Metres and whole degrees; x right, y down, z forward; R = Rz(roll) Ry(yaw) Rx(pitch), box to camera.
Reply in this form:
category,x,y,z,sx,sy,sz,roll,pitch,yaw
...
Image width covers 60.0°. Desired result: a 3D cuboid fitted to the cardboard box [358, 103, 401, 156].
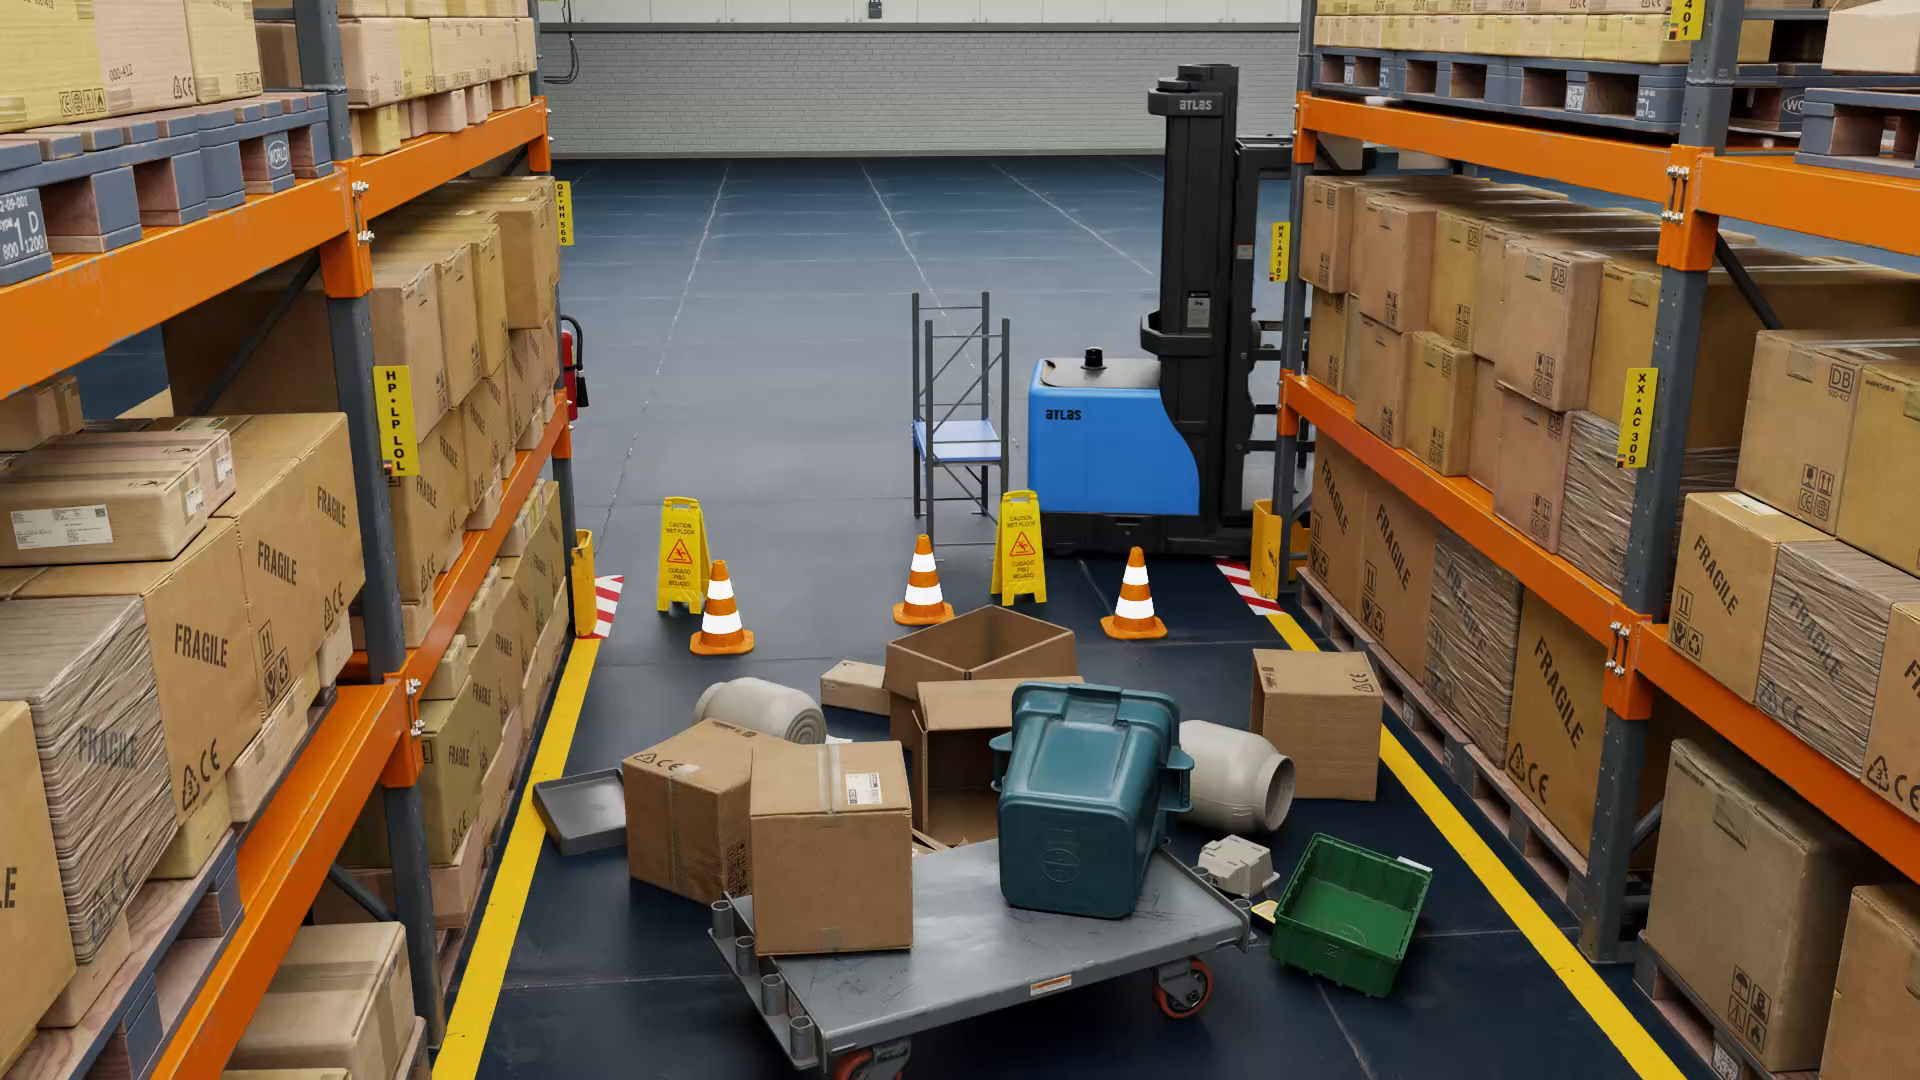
category,x,y,z,sx,sy,sz,roll,pitch,yaw
cardboard box,-1.947,-1.266,5.112,0.380,0.149,0.250,-2,18,-6

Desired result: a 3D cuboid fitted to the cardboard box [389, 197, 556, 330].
category,x,y,z,sx,sy,sz,roll,pitch,yaw
cardboard box,-2.133,-1.187,7.118,0.700,0.500,0.500,-2,18,-6

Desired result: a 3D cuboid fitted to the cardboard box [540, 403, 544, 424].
category,x,y,z,sx,sy,sz,roll,pitch,yaw
cardboard box,-2.209,-0.592,7.974,0.380,0.149,0.250,-2,18,-7

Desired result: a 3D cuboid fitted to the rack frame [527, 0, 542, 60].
category,x,y,z,sx,sy,sz,roll,pitch,yaw
rack frame,-2.602,-3.828,7.847,1.000,3.000,0.127,-2,18,-6

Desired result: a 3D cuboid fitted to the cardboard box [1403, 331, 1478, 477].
category,x,y,z,sx,sy,sz,roll,pitch,yaw
cardboard box,2.501,-0.621,7.396,0.875,0.550,0.500,-2,18,-6

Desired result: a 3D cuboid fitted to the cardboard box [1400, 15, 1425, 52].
category,x,y,z,sx,sy,sz,roll,pitch,yaw
cardboard box,2.158,-2.220,7.284,0.380,0.149,0.250,-2,18,-6

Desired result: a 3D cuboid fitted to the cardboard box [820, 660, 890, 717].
category,x,y,z,sx,sy,sz,roll,pitch,yaw
cardboard box,-0.458,0.722,8.128,0.380,0.149,0.250,8,19,23

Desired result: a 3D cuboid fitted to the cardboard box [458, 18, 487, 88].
category,x,y,z,sx,sy,sz,roll,pitch,yaw
cardboard box,-2.118,-1.868,6.366,0.500,0.250,0.500,-2,18,-5

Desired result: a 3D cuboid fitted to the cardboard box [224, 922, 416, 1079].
category,x,y,z,sx,sy,sz,roll,pitch,yaw
cardboard box,-2.133,1.436,4.783,0.950,0.372,0.625,-2,17,-5

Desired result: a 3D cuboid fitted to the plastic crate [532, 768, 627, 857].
category,x,y,z,sx,sy,sz,roll,pitch,yaw
plastic crate,-1.536,1.126,6.957,0.402,0.080,0.583,-8,19,-25

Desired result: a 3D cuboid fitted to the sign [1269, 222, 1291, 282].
category,x,y,z,sx,sy,sz,roll,pitch,yaw
sign,1.758,-1.584,9.138,0.100,0.325,0.005,-2,18,-6

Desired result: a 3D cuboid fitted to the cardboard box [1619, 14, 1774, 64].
category,x,y,z,sx,sy,sz,roll,pitch,yaw
cardboard box,2.368,-1.615,5.357,0.380,0.149,0.250,-2,18,-6

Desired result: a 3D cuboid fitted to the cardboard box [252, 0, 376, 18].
category,x,y,z,sx,sy,sz,roll,pitch,yaw
cardboard box,-1.898,-1.570,4.749,0.380,0.149,0.250,-2,18,-7

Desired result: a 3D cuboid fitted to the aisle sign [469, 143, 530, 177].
category,x,y,z,sx,sy,sz,roll,pitch,yaw
aisle sign,-2.320,-2.233,8.443,0.394,0.787,0.004,-2,18,-6

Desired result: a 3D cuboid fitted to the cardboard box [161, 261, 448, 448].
category,x,y,z,sx,sy,sz,roll,pitch,yaw
cardboard box,-2.019,-0.578,5.179,0.700,0.500,0.500,-2,18,-6

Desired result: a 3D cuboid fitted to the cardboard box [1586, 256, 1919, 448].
category,x,y,z,sx,sy,sz,roll,pitch,yaw
cardboard box,2.720,-0.655,5.702,0.875,0.550,0.550,-2,18,-6

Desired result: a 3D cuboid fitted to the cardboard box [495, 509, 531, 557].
category,x,y,z,sx,sy,sz,roll,pitch,yaw
cardboard box,-2.107,-0.030,7.319,0.380,0.149,0.250,-1,17,-3

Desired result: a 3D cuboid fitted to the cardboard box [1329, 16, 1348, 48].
category,x,y,z,sx,sy,sz,roll,pitch,yaw
cardboard box,2.054,-2.520,8.240,0.380,0.149,0.250,-2,18,-5

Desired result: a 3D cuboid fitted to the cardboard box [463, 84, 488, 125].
category,x,y,z,sx,sy,sz,roll,pitch,yaw
cardboard box,-2.084,-1.723,6.569,0.380,0.149,0.250,-2,18,-6

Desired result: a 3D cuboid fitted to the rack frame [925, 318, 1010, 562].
category,x,y,z,sx,sy,sz,roll,pitch,yaw
rack frame,0.044,-0.590,10.051,0.500,1.500,0.032,-2,18,-6

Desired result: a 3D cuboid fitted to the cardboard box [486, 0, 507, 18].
category,x,y,z,sx,sy,sz,roll,pitch,yaw
cardboard box,-2.241,-2.412,7.433,0.380,0.149,0.250,-2,18,-6

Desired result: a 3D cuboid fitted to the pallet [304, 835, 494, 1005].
category,x,y,z,sx,sy,sz,roll,pitch,yaw
pallet,-2.294,1.357,6.001,1.003,0.211,1.213,-2,18,-6

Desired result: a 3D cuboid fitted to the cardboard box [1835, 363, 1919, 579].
category,x,y,z,sx,sy,sz,roll,pitch,yaw
cardboard box,2.836,-0.181,4.409,0.700,0.500,0.500,-2,18,-7

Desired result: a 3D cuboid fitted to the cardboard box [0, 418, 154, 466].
category,x,y,z,sx,sy,sz,roll,pitch,yaw
cardboard box,-2.427,-0.015,4.354,0.500,0.500,0.500,-1,17,-4

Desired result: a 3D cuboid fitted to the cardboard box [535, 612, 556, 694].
category,x,y,z,sx,sy,sz,roll,pitch,yaw
cardboard box,-2.206,0.533,7.861,0.500,0.250,0.500,-2,18,-5

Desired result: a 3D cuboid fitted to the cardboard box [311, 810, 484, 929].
category,x,y,z,sx,sy,sz,roll,pitch,yaw
cardboard box,-1.982,1.153,5.885,0.500,0.250,0.500,-3,18,-8

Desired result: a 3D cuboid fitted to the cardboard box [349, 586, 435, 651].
category,x,y,z,sx,sy,sz,roll,pitch,yaw
cardboard box,-1.903,0.242,5.317,0.380,0.149,0.250,-2,18,-6

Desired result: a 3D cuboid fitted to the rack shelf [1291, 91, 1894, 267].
category,x,y,z,sx,sy,sz,roll,pitch,yaw
rack shelf,2.517,-1.641,7.089,1.077,0.370,4.000,-2,18,-6

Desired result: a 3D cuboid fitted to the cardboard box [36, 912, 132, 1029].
category,x,y,z,sx,sy,sz,roll,pitch,yaw
cardboard box,-1.744,0.752,2.993,0.380,0.149,0.250,-1,17,-4

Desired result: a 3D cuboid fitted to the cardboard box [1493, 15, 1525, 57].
category,x,y,z,sx,sy,sz,roll,pitch,yaw
cardboard box,2.263,-1.918,6.321,0.380,0.149,0.250,-2,17,-5

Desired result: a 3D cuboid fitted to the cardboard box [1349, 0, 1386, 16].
category,x,y,z,sx,sy,sz,roll,pitch,yaw
cardboard box,2.159,-2.595,7.814,0.500,0.250,0.500,-2,18,-6

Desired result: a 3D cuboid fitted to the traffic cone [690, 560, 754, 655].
category,x,y,z,sx,sy,sz,roll,pitch,yaw
traffic cone,-1.275,0.333,8.844,0.336,0.463,0.334,-2,18,-6

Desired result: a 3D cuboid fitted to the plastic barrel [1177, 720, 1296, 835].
category,x,y,z,sx,sy,sz,roll,pitch,yaw
plastic barrel,1.081,0.982,6.844,0.512,0.421,0.421,11,21,32

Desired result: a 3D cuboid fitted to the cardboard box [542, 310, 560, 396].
category,x,y,z,sx,sy,sz,roll,pitch,yaw
cardboard box,-2.272,-1.002,8.198,0.500,0.500,0.500,-2,18,-7

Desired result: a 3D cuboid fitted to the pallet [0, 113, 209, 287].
category,x,y,z,sx,sy,sz,roll,pitch,yaw
pallet,-2.122,-0.619,2.948,1.213,0.211,1.003,-2,18,-6

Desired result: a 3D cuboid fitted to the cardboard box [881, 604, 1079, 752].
category,x,y,z,sx,sy,sz,roll,pitch,yaw
cardboard box,0.097,0.670,7.701,0.637,0.503,0.797,16,24,42

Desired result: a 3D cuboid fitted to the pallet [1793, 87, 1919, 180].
category,x,y,z,sx,sy,sz,roll,pitch,yaw
pallet,2.867,-1.025,4.246,0.805,0.209,1.217,-2,18,-8

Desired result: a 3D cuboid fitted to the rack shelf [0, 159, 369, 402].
category,x,y,z,sx,sy,sz,roll,pitch,yaw
rack shelf,-1.983,-0.266,2.710,1.077,0.370,4.000,-2,18,-6

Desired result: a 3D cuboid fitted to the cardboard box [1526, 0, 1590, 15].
category,x,y,z,sx,sy,sz,roll,pitch,yaw
cardboard box,2.365,-1.996,5.905,0.500,0.250,0.500,-2,18,-6

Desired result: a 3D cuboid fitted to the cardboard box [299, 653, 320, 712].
category,x,y,z,sx,sy,sz,roll,pitch,yaw
cardboard box,-1.852,0.369,4.211,0.380,0.149,0.250,-2,18,-7

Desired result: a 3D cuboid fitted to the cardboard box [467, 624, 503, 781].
category,x,y,z,sx,sy,sz,roll,pitch,yaw
cardboard box,-2.049,0.636,6.279,0.500,0.500,0.500,-1,17,-3

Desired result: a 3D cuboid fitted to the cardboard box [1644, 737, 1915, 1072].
category,x,y,z,sx,sy,sz,roll,pitch,yaw
cardboard box,2.877,1.098,5.226,1.050,0.750,0.750,-2,18,-6

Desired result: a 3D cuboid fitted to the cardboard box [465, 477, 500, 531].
category,x,y,z,sx,sy,sz,roll,pitch,yaw
cardboard box,-2.026,-0.139,6.532,0.380,0.149,0.250,-2,18,-5

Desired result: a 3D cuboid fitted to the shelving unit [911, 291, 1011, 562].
category,x,y,z,sx,sy,sz,roll,pitch,yaw
shelving unit,-0.009,-0.741,10.533,0.538,1.500,1.048,-2,18,-6

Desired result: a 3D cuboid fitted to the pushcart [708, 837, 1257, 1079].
category,x,y,z,sx,sy,sz,roll,pitch,yaw
pushcart,0.073,1.392,5.614,1.648,0.377,0.936,-8,19,-25

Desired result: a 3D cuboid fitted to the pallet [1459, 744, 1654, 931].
category,x,y,z,sx,sy,sz,roll,pitch,yaw
pallet,2.723,1.144,6.679,1.003,0.211,1.213,-2,18,-6

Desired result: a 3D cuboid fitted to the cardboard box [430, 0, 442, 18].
category,x,y,z,sx,sy,sz,roll,pitch,yaw
cardboard box,-2.086,-1.956,5.980,0.380,0.149,0.250,-2,18,-6

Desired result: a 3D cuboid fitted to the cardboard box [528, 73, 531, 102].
category,x,y,z,sx,sy,sz,roll,pitch,yaw
cardboard box,-2.287,-2.179,8.023,0.380,0.149,0.250,-2,18,-5

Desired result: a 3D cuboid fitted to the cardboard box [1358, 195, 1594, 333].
category,x,y,z,sx,sy,sz,roll,pitch,yaw
cardboard box,2.382,-1.292,7.730,0.875,0.550,0.550,-2,18,-6

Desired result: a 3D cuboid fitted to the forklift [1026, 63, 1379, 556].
category,x,y,z,sx,sy,sz,roll,pitch,yaw
forklift,1.949,-1.394,10.223,3.031,2.935,1.130,2,17,5

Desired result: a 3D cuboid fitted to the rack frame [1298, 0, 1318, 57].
category,x,y,z,sx,sy,sz,roll,pitch,yaw
rack frame,2.311,-4.011,8.430,1.000,3.000,0.127,-2,18,-6

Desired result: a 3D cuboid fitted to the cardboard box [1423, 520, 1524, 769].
category,x,y,z,sx,sy,sz,roll,pitch,yaw
cardboard box,2.631,0.398,7.246,0.875,0.875,0.875,-2,18,-5

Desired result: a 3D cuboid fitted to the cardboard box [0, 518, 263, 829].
category,x,y,z,sx,sy,sz,roll,pitch,yaw
cardboard box,-1.814,0.268,3.450,0.500,0.500,0.500,-1,17,-4

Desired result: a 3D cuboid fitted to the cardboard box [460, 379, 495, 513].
category,x,y,z,sx,sy,sz,roll,pitch,yaw
cardboard box,-2.072,-0.402,6.287,0.500,0.500,0.500,-2,18,-6

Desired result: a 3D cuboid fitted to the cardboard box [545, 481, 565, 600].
category,x,y,z,sx,sy,sz,roll,pitch,yaw
cardboard box,-2.260,0.019,8.247,0.500,0.500,0.500,-2,18,-5
